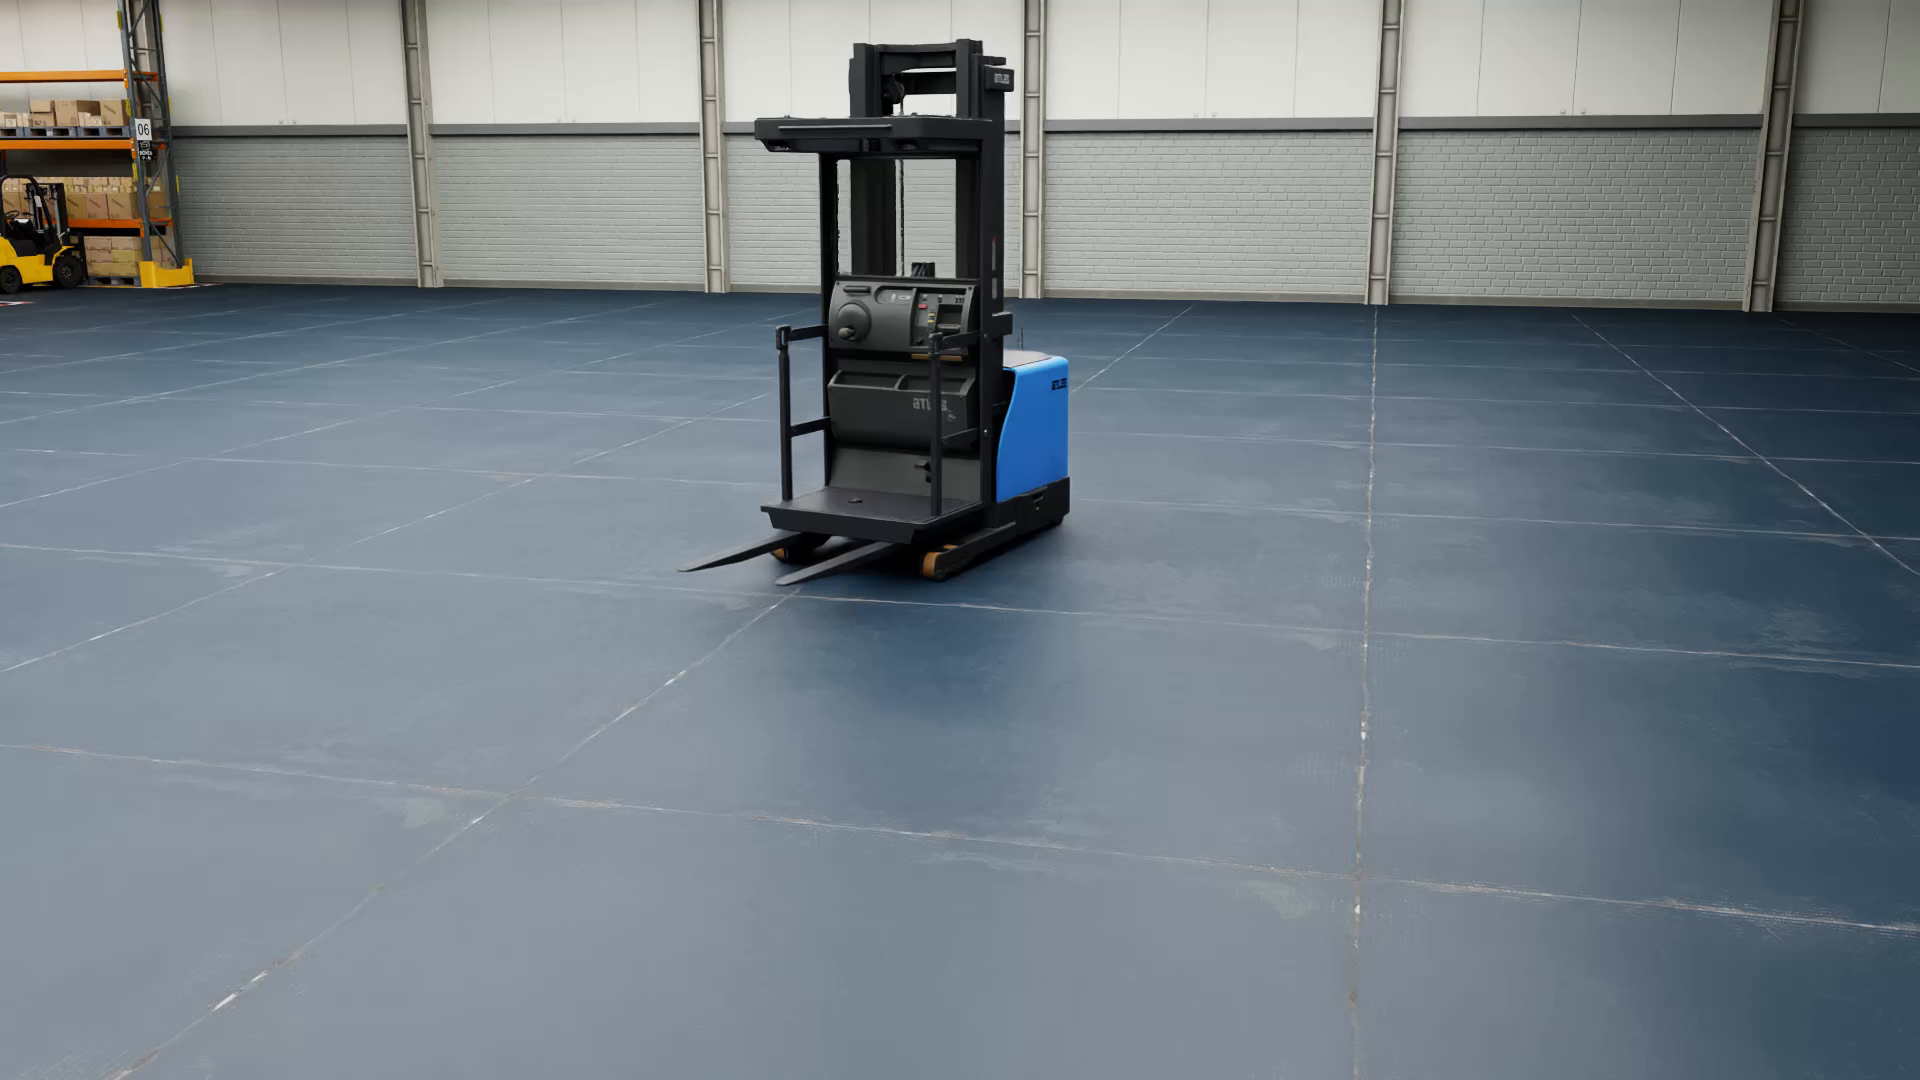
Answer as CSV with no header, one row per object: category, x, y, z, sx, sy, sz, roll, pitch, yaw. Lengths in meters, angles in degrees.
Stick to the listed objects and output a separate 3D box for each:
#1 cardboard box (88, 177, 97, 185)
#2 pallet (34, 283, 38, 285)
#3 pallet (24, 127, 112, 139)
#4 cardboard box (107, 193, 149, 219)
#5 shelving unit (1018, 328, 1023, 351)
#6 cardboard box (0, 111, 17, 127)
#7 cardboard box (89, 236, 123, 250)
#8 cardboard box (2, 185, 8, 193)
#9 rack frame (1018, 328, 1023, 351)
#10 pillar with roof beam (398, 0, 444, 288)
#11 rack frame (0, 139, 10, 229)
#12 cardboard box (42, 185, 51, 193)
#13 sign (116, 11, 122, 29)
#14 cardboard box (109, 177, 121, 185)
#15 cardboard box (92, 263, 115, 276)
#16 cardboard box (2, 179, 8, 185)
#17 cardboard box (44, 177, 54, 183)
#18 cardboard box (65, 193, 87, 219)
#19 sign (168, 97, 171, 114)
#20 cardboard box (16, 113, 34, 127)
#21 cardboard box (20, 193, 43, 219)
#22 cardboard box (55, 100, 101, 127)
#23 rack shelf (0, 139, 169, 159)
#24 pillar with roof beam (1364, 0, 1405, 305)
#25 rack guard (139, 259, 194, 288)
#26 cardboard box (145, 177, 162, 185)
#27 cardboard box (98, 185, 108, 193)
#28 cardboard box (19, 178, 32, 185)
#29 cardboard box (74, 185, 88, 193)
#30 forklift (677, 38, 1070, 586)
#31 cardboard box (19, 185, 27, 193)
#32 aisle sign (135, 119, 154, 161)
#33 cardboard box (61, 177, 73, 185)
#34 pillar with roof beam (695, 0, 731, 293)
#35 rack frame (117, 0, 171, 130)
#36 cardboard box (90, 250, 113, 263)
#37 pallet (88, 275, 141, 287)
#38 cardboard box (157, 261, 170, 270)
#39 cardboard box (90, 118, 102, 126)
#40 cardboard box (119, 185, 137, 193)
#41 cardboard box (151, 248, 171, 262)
cardboard box,-16.862,-7.042,32.634,0.250,0.149,0.380,3,13,14
pallet,-18.854,-5.311,33.682,1.213,0.211,1.003,3,13,14
pallet,-17.601,-8.041,32.828,1.213,0.211,1.003,3,13,14
cardboard box,-16.273,-6.534,32.526,0.500,0.500,0.500,3,13,12
shelving unit,0.307,-0.803,11.066,0.189,1.200,0.258,1,11,8
cardboard box,-18.867,-8.302,32.809,0.500,0.311,0.500,3,13,15
cardboard box,-16.752,-5.849,32.740,0.500,0.250,0.500,3,13,15
cardboard box,-18.858,-6.995,33.108,0.250,0.149,0.380,3,13,13
rack frame,0.398,-0.801,11.054,0.006,1.200,0.240,1,11,8
pillar with roof beam,-11.399,-8.452,27.554,0.400,9.000,9.100,3,13,14
rack frame,-19.616,-6.722,33.606,0.127,3.000,1.000,3,13,14
cardboard box,-17.873,-6.931,32.821,0.250,0.149,0.380,3,13,12
sign,-15.877,-9.824,31.400,0.005,0.325,0.100,3,13,14
cardboard box,-16.378,-7.006,32.469,0.250,0.149,0.380,3,13,14
cardboard box,-16.745,-5.363,32.859,0.500,0.250,0.500,3,13,14
cardboard box,-18.853,-7.148,33.110,0.250,0.149,0.380,3,13,12
cardboard box,-17.862,-7.094,32.869,0.250,0.149,0.380,3,13,14
cardboard box,-17.273,-6.589,32.776,0.500,0.500,0.500,3,13,12
sign,-15.594,-8.561,32.767,0.005,0.325,0.100,3,13,14
cardboard box,-18.248,-8.234,32.604,0.258,0.266,0.396,3,13,12
cardboard box,-18.246,-6.643,33.021,0.500,0.500,0.500,3,13,13
cardboard box,-17.191,-8.327,32.485,0.500,0.500,0.700,3,13,14
rack shelf,-17.674,-7.731,32.891,4.000,0.370,1.077,3,13,14
pillar with roof beam,6.077,-7.518,23.344,0.400,9.000,9.100,3,13,14
rack guard,-15.709,-5.293,32.936,0.348,0.500,1.175,3,13,14
cardboard box,-16.008,-7.087,32.838,0.250,0.149,0.380,3,13,12
cardboard box,-16.629,-6.872,32.555,0.250,0.149,0.380,3,13,15
cardboard box,-18.369,-7.105,32.918,0.250,0.149,0.380,3,13,13
cardboard box,-17.137,-6.891,32.642,0.250,0.149,0.380,3,13,12
forklift,-0.440,-1.314,9.391,1.130,2.935,3.031,7,14,28
cardboard box,-18.382,-6.952,32.917,0.250,0.149,0.380,3,13,13
aisle sign,-15.739,-7.718,32.095,0.004,0.787,0.394,3,13,14
cardboard box,-17.394,-7.045,32.645,0.250,0.149,0.380,3,13,15
pillar with roof beam,-5.574,-8.141,26.151,0.400,9.000,9.100,3,13,14
rack frame,-15.733,-9.443,32.021,0.127,3.000,1.000,3,13,14
cardboard box,-16.765,-5.609,32.814,0.500,0.250,0.500,3,13,13
pallet,-16.485,-5.184,33.112,1.213,0.211,1.003,3,13,14
cardboard box,-16.163,-5.444,33.223,0.500,0.250,0.500,3,13,14
cardboard box,-16.610,-8.089,32.222,0.250,0.149,0.380,3,13,12
cardboard box,-16.136,-6.839,32.405,0.250,0.149,0.380,3,13,14
cardboard box,-16.139,-5.689,33.176,0.500,0.250,0.500,3,13,15
